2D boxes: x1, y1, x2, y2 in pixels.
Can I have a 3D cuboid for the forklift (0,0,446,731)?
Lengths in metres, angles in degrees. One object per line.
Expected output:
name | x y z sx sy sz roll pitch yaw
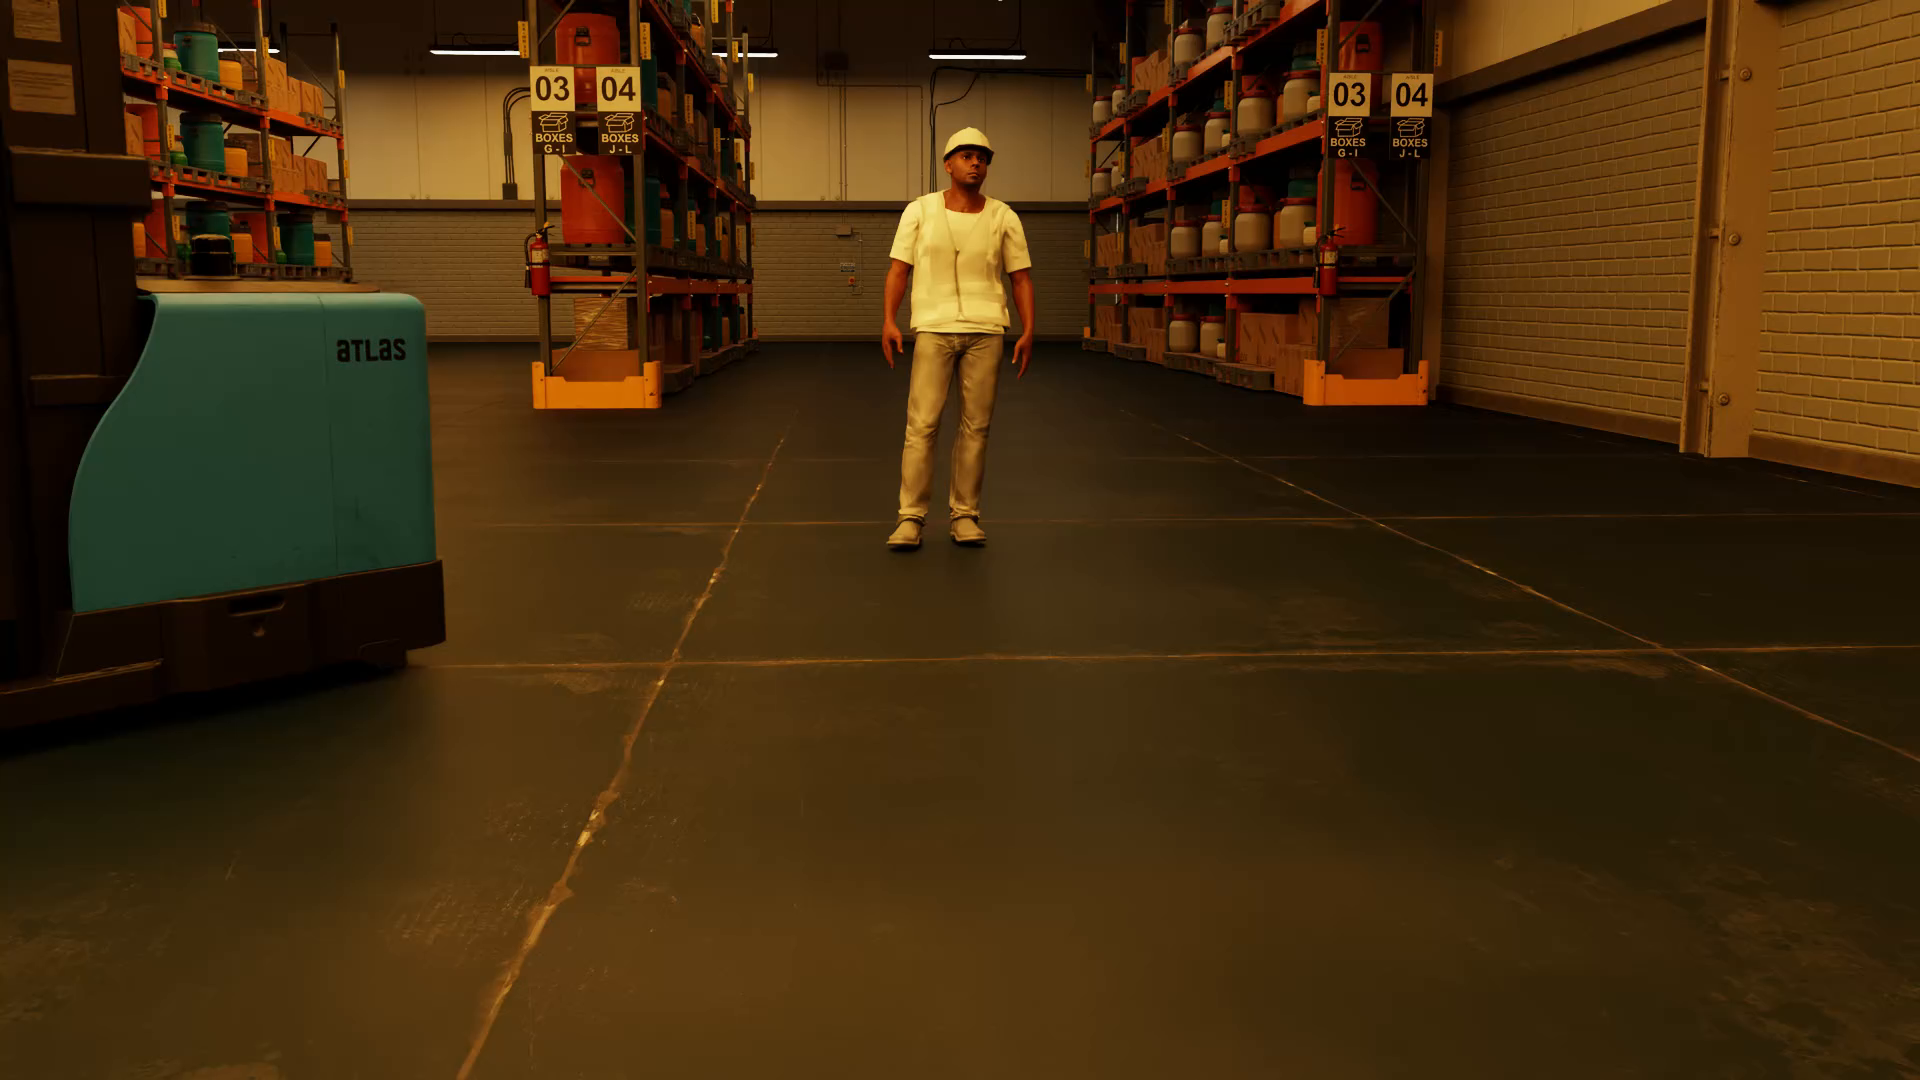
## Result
forklift | -2.808 -0.960 3.792 1.130 2.935 3.031 7 11 38

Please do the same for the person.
person | -0.001 -0.870 7.110 0.666 1.768 0.575 -1 8 -4
